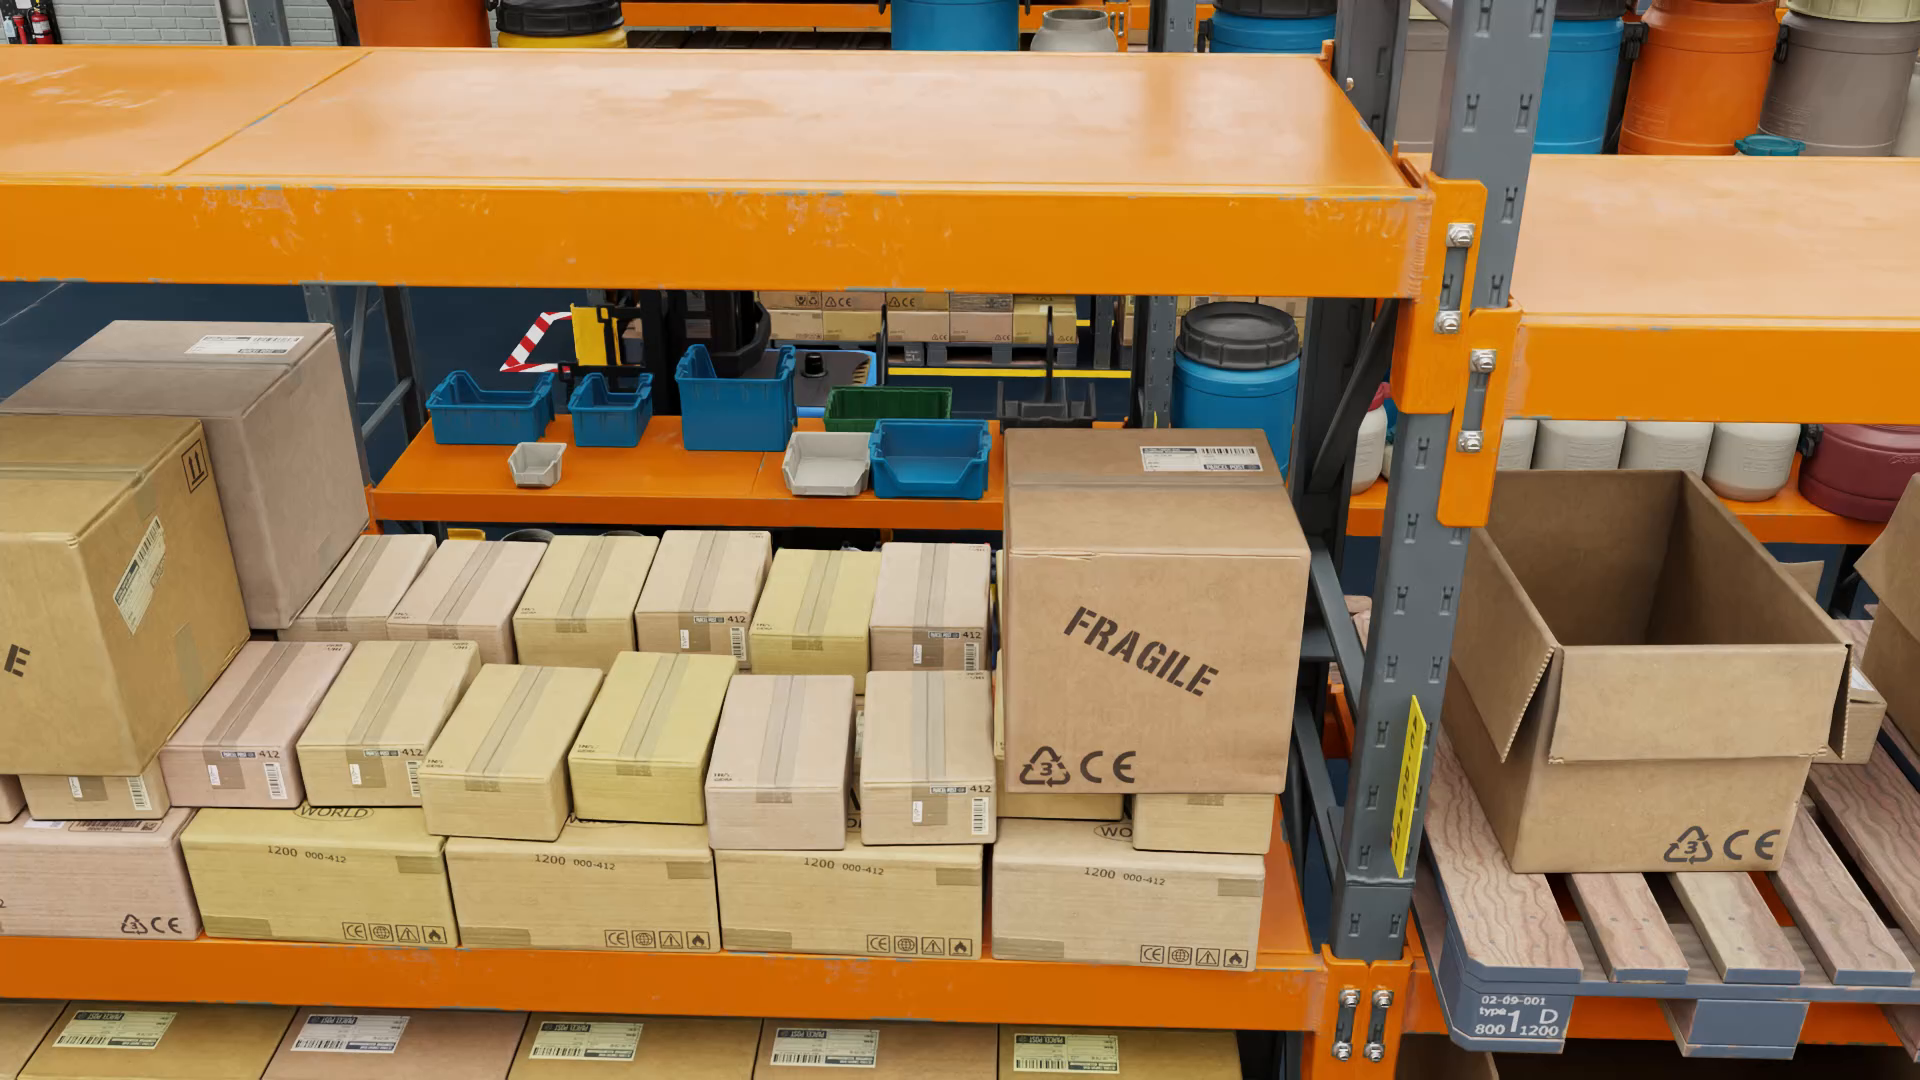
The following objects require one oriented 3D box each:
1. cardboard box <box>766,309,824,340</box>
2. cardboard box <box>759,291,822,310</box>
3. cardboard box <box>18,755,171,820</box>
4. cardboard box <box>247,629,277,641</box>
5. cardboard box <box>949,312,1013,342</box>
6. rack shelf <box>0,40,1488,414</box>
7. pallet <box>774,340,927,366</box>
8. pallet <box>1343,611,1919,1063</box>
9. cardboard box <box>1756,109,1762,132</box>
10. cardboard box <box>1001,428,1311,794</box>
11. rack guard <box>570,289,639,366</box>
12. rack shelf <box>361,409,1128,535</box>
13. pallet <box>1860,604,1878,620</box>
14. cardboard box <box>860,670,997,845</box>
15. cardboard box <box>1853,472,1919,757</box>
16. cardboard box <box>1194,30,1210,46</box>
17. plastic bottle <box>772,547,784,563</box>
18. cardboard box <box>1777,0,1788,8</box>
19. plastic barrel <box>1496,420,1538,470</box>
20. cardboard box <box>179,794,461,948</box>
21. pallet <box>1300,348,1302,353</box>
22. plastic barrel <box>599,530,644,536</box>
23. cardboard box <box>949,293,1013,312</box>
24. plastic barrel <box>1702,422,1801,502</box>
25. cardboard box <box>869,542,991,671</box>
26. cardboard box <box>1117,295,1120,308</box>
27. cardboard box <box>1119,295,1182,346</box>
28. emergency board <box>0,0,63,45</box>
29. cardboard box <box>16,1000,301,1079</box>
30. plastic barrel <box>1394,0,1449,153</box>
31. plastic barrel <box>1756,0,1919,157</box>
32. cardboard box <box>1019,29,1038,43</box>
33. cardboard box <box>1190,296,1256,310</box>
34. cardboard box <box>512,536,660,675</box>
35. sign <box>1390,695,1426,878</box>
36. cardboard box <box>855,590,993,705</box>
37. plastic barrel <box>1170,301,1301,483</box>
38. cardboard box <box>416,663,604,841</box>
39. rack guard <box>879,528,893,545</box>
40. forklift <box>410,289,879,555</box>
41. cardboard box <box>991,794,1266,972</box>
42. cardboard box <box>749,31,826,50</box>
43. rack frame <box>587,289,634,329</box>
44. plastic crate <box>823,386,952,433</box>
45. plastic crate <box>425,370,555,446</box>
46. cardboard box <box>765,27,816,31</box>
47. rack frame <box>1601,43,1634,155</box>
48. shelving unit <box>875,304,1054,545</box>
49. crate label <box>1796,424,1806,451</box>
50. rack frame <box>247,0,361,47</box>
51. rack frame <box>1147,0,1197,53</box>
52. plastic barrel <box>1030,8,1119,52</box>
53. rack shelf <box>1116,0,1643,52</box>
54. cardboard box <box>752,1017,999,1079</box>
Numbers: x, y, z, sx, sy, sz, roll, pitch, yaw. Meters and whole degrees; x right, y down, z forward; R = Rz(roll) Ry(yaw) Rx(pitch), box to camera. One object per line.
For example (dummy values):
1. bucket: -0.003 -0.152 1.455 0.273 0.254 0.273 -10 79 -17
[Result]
1. cardboard box: -1.325 -1.815 13.384 0.500 0.250 0.500 1 28 2
2. cardboard box: -1.324 -2.151 13.218 0.500 0.500 0.500 1 28 2
3. cardboard box: -1.640 0.380 3.288 0.250 0.149 0.380 0 28 -1
4. cardboard box: -1.617 0.113 3.791 0.250 0.149 0.380 0 28 -1
5. cardboard box: 0.175 -1.795 13.346 0.500 0.250 0.500 1 28 2
6. rack shelf: -1.207 -0.633 3.034 4.000 0.370 1.077 1 28 2
7. pallet: -0.870 -1.726 13.705 1.213 0.211 1.003 1 28 2
8. pallet: 1.405 0.549 3.436 1.003 0.211 1.213 1 28 2
9. cardboard box: 5.776 -3.112 12.788 0.500 0.500 0.700 -8 29 -15
10. cardboard box: 0.333 0.121 3.084 0.500 0.500 0.500 0 28 0
11. rack guard: -2.876 -1.868 13.666 0.348 0.500 1.175 1 28 2
12. rack shelf: -1.032 -0.303 8.812 4.000 0.370 1.077 1 28 2
13. pallet: 5.754 0.704 9.122 1.213 0.211 1.003 1 28 2
14. cardboard box: -0.060 0.415 3.222 0.250 0.149 0.380 0 28 -1
15. cardboard box: 2.200 0.244 3.252 0.637 0.503 0.797 2 28 4
16. cardboard box: 2.382 -5.426 17.133 0.500 0.500 0.700 4 28 7
17. plastic bottle: -1.062 0.171 9.581 0.133 0.283 0.061 2 28 3
18. cardboard box: 6.090 -4.209 12.104 0.500 0.500 0.910 1 28 2
19. plastic barrel: 2.648 -0.517 8.303 0.433 0.535 0.433 0 28 0
20. cardboard box: -1.202 0.557 3.380 0.500 0.250 0.500 2 28 3
21. pallet: 3.105 -1.661 13.584 1.213 0.211 1.003 1 28 2
22. plastic barrel: -1.869 0.243 9.221 0.421 0.512 0.421 0 28 0
23. cardboard box: 0.175 -2.127 13.172 0.500 0.500 0.500 1 28 2
24. plastic barrel: 3.929 -0.488 8.274 0.421 0.512 0.421 0 28 0
25. cardboard box: -0.062 0.159 3.705 0.250 0.149 0.380 1 28 2
26. cardboard box: 1.570 -2.005 13.743 0.500 0.250 0.500 1 28 1
27. cardboard box: 1.540 -1.754 13.269 0.500 0.250 0.500 0 28 1
28. emergency board: -10.416 -5.842 18.493 0.643 1.169 0.194 1 28 2
29. cardboard box: -1.666 1.203 3.711 0.500 0.500 0.500 1 28 2
30. plastic barrel: 2.136 -2.217 7.916 0.600 0.901 0.600 0 28 0
31. plastic barrel: 4.151 -2.183 7.854 0.600 0.901 0.600 0 28 0
32. cardboard box: 0.833 -5.362 16.925 0.500 0.500 0.500 1 28 2
33. cardboard box: 2.050 -1.990 13.116 0.500 0.311 0.500 1 28 1
34. cardboard box: -0.826 0.142 3.737 0.250 0.149 0.380 0 28 1
35. sign: 0.781 0.431 2.905 0.005 0.325 0.100 1 28 2
36. cardboard box: -0.178 0.338 3.792 0.500 0.250 0.500 1 28 1
37. plastic barrel: 1.342 -0.661 8.184 0.708 0.901 0.600 1 28 2
38. cardboard box: -0.860 0.406 3.238 0.250 0.149 0.380 2 28 4
39. rack guard: -0.453 -0.118 10.631 0.087 0.250 0.587 1 28 2
40. forklift: -2.014 -1.366 10.122 3.031 2.935 1.130 1 28 2
41. cardboard box: 0.327 0.587 3.324 0.500 0.250 0.500 2 28 4
42. cardboard box: -1.304 -3.561 12.698 0.500 0.500 0.700 1 28 2
43. rack frame: -2.852 -2.972 13.079 0.127 3.000 1.000 1 28 2
44. plastic crate: -0.380 -0.648 8.922 0.662 0.188 0.450 1 28 2
45. plastic crate: -2.520 -0.720 8.989 0.616 0.251 0.499 1 28 2
46. cardboard box: -1.721 -5.403 17.004 0.500 0.500 0.500 1 28 2
47. rack frame: 5.143 -2.840 12.830 0.127 3.000 1.000 1 28 2
48. shelving unit: 0.044 -0.662 10.323 1.083 1.500 0.587 1 28 2
49. crate label: 4.557 -0.630 8.840 0.416 0.233 0.303 1 28 2
50. rack frame: -3.031 -3.304 7.301 0.127 3.000 1.000 1 28 2
51. rack frame: 0.967 -3.238 7.176 0.127 3.000 1.000 1 28 2
52. plastic barrel: 0.543 -2.247 7.941 0.421 0.512 0.421 0 28 0
53. rack shelf: 3.144 -3.880 12.358 4.000 0.370 1.077 1 28 2
54. cardboard box: -0.167 1.227 3.666 0.500 0.500 0.500 1 28 2
